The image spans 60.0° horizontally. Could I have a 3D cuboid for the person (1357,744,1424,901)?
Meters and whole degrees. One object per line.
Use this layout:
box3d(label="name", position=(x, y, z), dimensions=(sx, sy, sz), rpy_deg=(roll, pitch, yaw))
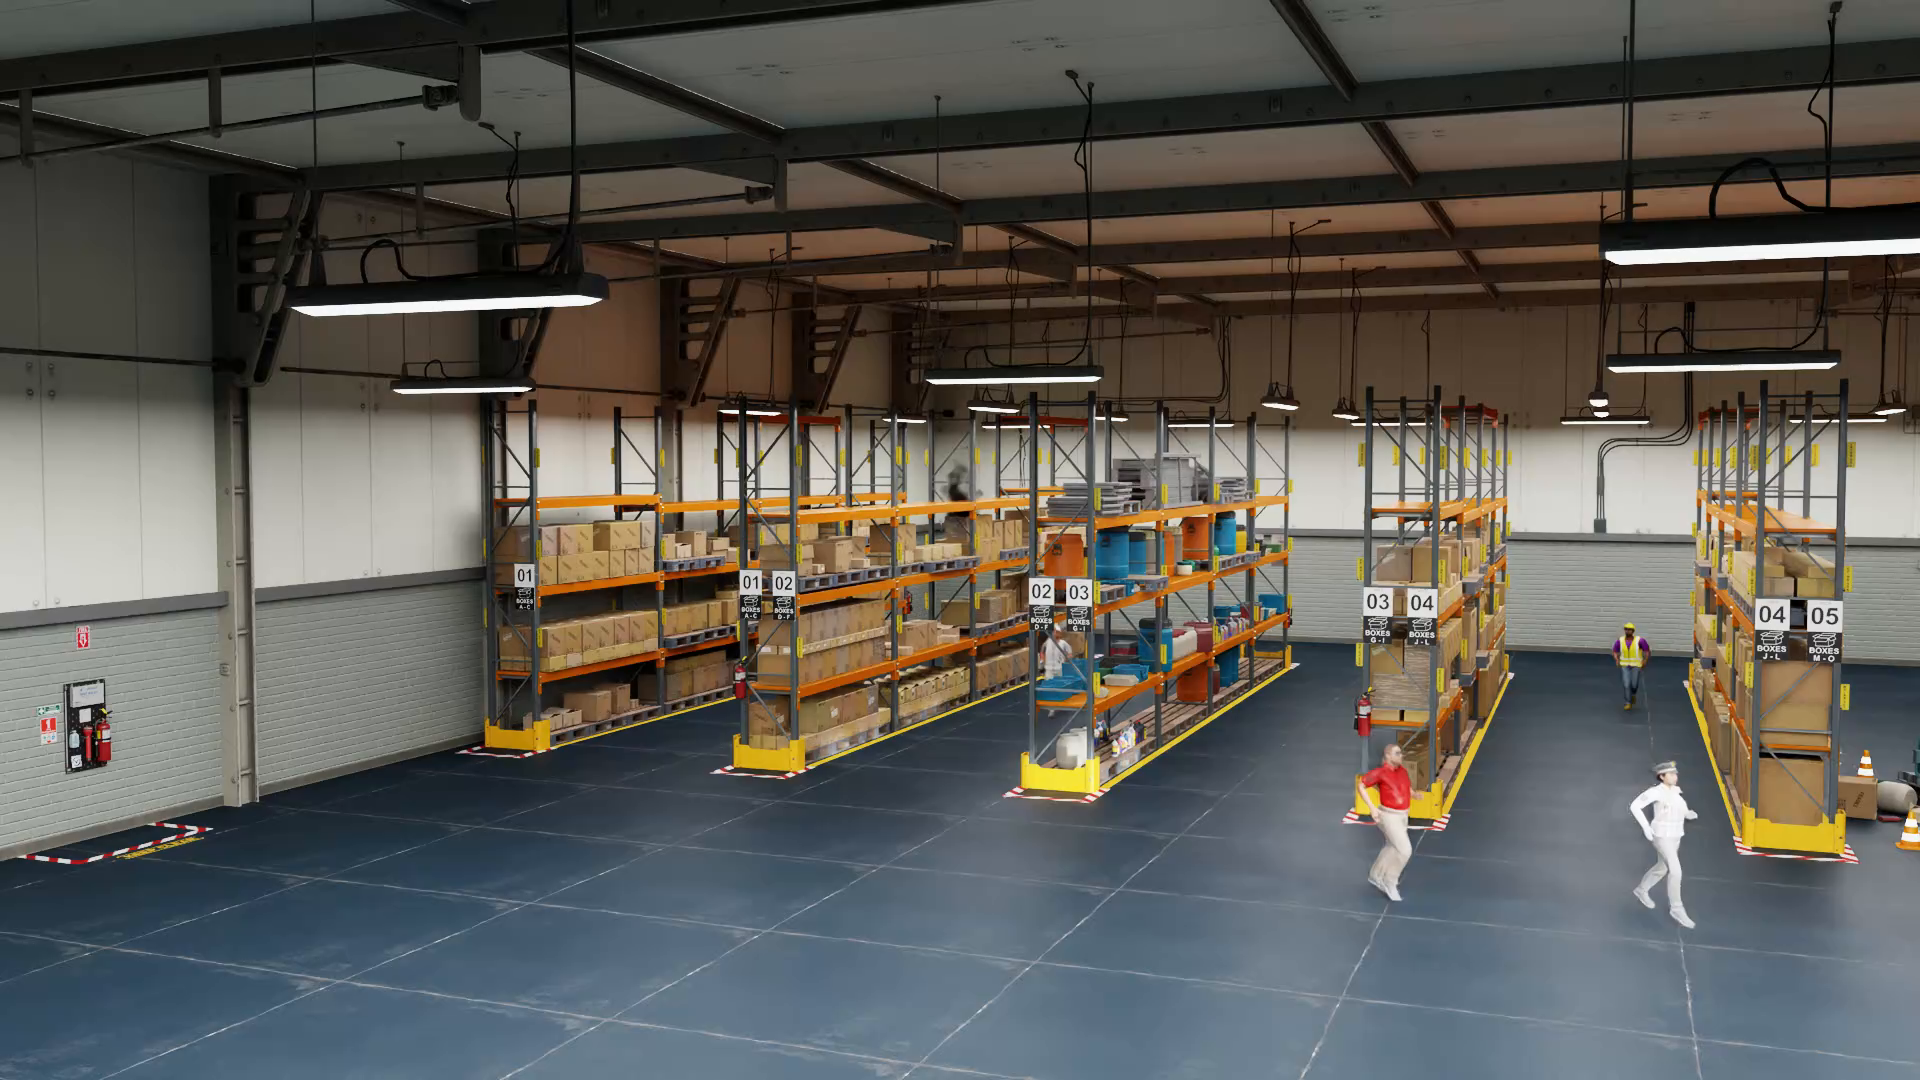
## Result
box3d(label="person", position=(4.951, 3.219, 18.956), dimensions=(0.637, 1.780, 0.733), rpy_deg=(-3, 4, -45))

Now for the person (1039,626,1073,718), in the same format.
box3d(label="person", position=(1.847, 2.535, 32.209), dimensions=(0.669, 1.760, 0.868), rpy_deg=(1, 3, 14))

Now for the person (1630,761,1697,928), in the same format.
box3d(label="person", position=(7.666, 3.251, 18.048), dimensions=(0.591, 1.733, 0.809), rpy_deg=(-2, 3, -32))

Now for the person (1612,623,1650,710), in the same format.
box3d(label="person", position=(13.340, 2.513, 33.092), dimensions=(0.699, 1.728, 0.543), rpy_deg=(2, 3, 30))
